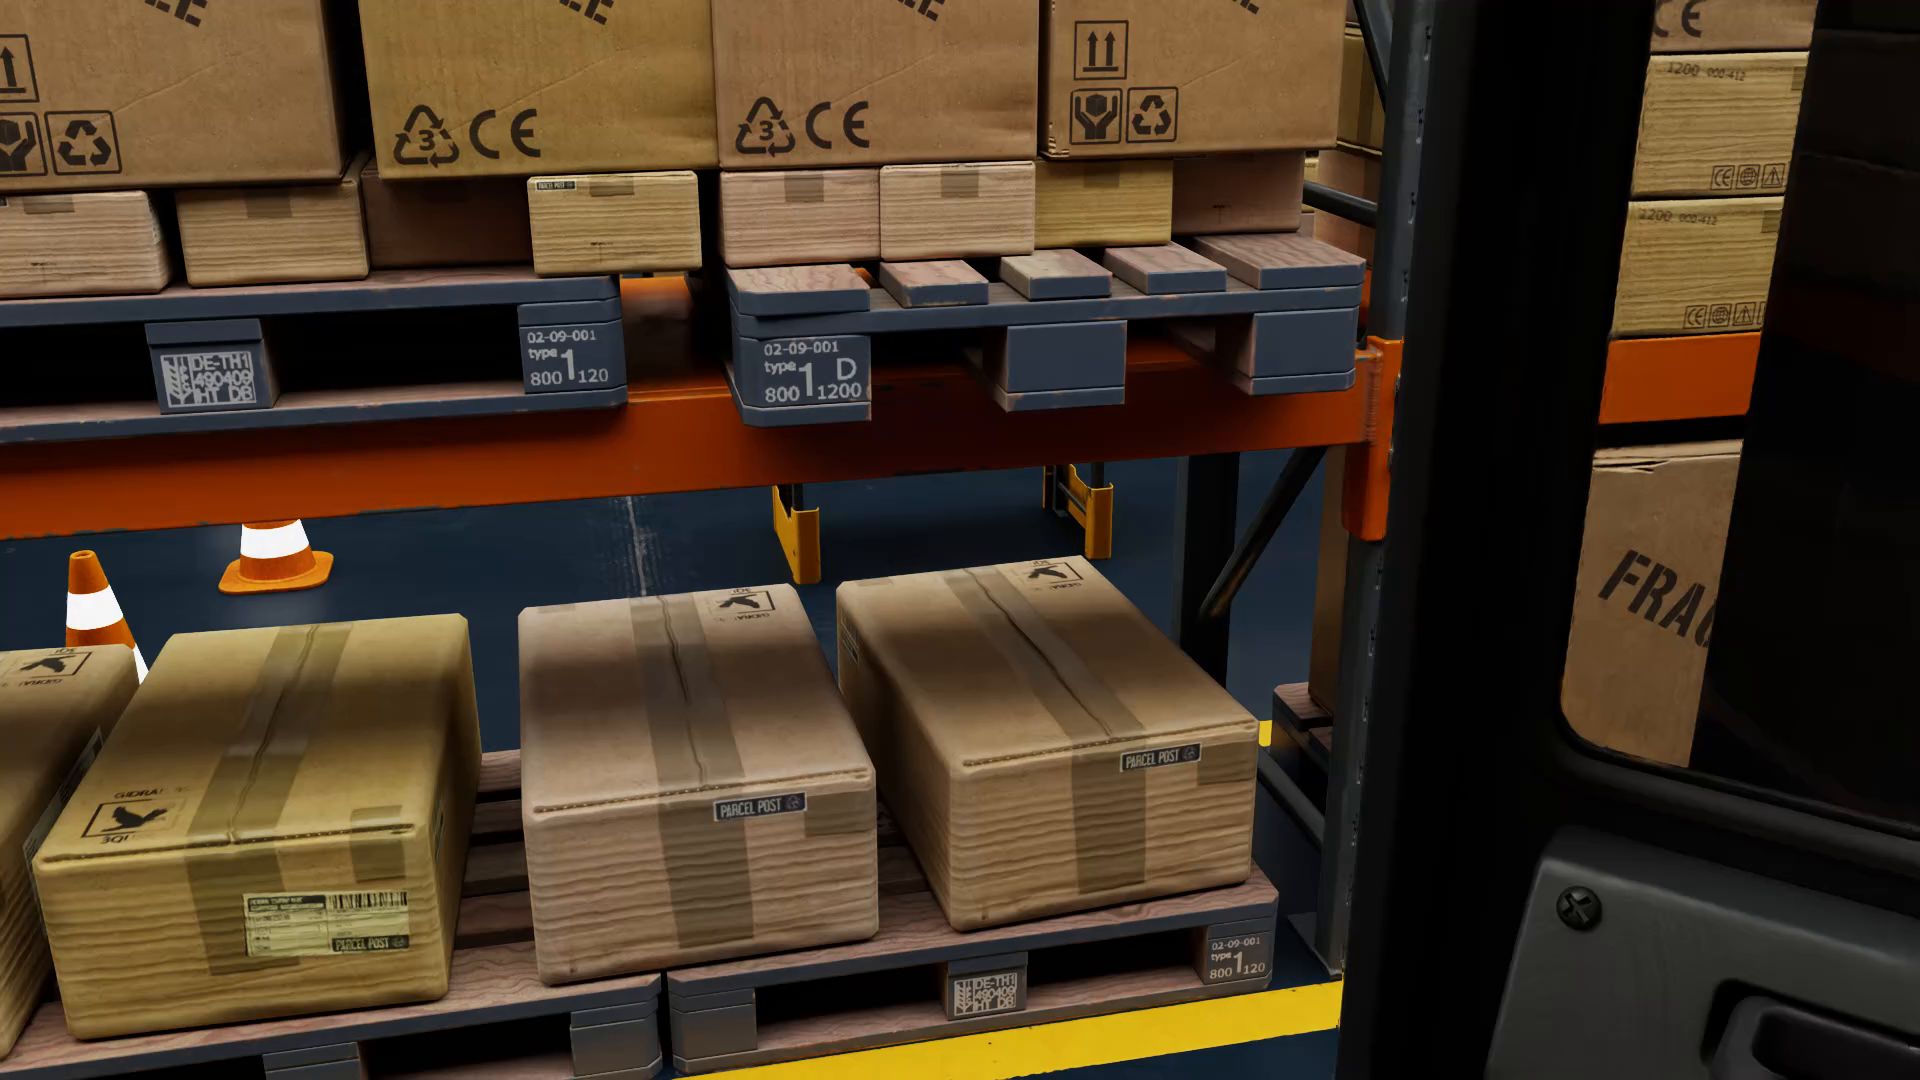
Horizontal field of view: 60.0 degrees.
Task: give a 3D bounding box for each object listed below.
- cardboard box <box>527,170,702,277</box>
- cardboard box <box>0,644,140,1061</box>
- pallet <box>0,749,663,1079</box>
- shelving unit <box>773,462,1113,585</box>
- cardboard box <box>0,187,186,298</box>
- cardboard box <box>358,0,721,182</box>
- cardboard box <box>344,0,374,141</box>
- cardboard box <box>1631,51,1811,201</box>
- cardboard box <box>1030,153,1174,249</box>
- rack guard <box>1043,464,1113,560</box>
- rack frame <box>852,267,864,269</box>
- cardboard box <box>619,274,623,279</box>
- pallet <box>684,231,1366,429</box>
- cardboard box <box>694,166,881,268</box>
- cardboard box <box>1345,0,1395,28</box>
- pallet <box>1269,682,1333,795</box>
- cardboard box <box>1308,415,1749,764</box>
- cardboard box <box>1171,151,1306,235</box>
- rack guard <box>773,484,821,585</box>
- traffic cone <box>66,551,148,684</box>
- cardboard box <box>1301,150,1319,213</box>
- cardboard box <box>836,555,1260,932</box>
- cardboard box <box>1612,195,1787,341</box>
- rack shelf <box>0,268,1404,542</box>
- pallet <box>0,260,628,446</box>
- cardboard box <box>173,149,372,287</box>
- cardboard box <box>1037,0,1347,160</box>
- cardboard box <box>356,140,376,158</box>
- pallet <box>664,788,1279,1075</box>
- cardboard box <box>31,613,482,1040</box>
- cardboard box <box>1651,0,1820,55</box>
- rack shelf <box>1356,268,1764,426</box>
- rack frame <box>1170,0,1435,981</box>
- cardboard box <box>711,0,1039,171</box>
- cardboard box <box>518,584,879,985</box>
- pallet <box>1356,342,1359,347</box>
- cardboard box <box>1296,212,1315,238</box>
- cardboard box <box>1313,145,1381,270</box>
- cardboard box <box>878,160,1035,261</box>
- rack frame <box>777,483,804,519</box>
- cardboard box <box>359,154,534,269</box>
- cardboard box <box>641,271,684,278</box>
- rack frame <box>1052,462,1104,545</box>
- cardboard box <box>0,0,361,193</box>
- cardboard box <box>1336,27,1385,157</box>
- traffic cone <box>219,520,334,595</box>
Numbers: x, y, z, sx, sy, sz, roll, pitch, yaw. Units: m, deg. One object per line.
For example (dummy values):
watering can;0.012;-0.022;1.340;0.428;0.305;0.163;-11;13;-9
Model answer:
cardboard box;-0.557;-0.537;2.673;0.250;0.149;0.380;-4;21;-12
cardboard box;-1.986;0.567;3.117;0.625;0.372;0.950;-3;20;-9
pallet;-1.247;0.780;3.379;1.213;0.211;1.003;-5;21;-12
shelving unit;-0.074;-0.698;5.540;1.083;1.500;0.587;-5;21;-12
cardboard box;-1.309;-0.481;2.521;0.250;0.149;0.380;-4;20;-10
cardboard box;-0.672;-0.856;2.602;0.500;0.500;0.500;-6;21;-16
cardboard box;-1.302;-0.987;2.960;0.500;0.500;0.500;-5;21;-15
cardboard box;1.248;-0.808;3.151;0.500;0.250;0.500;-5;21;-13
cardboard box;0.189;-0.615;2.888;0.250;0.149;0.380;-4;21;-12
rack guard;0.410;-0.151;5.863;0.087;0.250;0.587;-5;21;-12
rack frame;-0.539;-2.335;7.829;0.127;3.000;1.000;-5;21;-12
cardboard box;-2.002;-1.388;7.902;0.750;0.750;1.050;-4;21;-12
pallet;0.029;-0.504;3.109;1.003;0.211;1.213;-5;21;-12
cardboard box;-0.292;-0.563;2.746;0.250;0.149;0.380;-6;21;-15
cardboard box;1.141;-1.331;3.489;0.500;0.500;0.500;-5;21;-14
pallet;1.483;0.586;3.908;1.213;0.211;1.003;-5;21;-12
cardboard box;1.390;0.087;3.694;0.875;0.875;0.875;-5;21;-13
cardboard box;0.434;-0.661;3.012;0.250;0.149;0.380;-4;20;-10
rack guard;-0.559;-0.072;5.648;0.087;0.250;0.587;-5;21;-12
traffic cone;-2.310;0.255;4.446;0.334;0.463;0.336;-5;21;-12
cardboard box;1.673;-1.801;8.304;0.500;0.250;0.500;-6;21;-15
cardboard box;0.146;0.392;3.594;0.625;0.372;0.950;-6;21;-16
cardboard box;1.233;-0.570;3.229;0.500;0.250;0.500;-5;21;-13
rack shelf;-1.248;-0.190;3.019;4.000;0.370;1.077;-5;21;-12
pallet;-1.219;-0.426;2.895;1.213;0.211;1.003;-5;21;-12
cardboard box;-1.056;-0.512;2.605;0.250;0.149;0.380;-5;21;-14
cardboard box;0.320;-0.941;2.834;0.500;0.500;0.500;-5;21;-14
cardboard box;-0.975;-0.689;3.090;0.250;0.149;0.380;-4;20;-10
pallet;-0.062;0.684;3.639;1.213;0.211;1.003;-5;21;-12
cardboard box;-1.309;0.511;3.268;0.625;0.372;0.950;-4;20;-11
cardboard box;1.235;-1.160;3.021;0.500;0.500;0.500;-5;21;-14
rack shelf;2.645;-0.507;3.883;4.000;0.370;1.077;-5;21;-12
rack frame;0.698;-0.686;3.327;0.127;3.000;1.000;-5;21;-12
cardboard box;-0.181;-0.896;2.713;0.500;0.500;0.500;-5;21;-13
cardboard box;-0.570;0.453;3.427;0.625;0.372;0.950;-5;21;-14
pallet;1.407;-1.183;8.736;1.213;0.211;1.003;-5;21;-12
cardboard box;1.692;-1.453;8.443;0.500;0.500;0.500;-5;21;-14
cardboard box;1.131;-0.743;3.699;0.500;0.250;0.500;-5;21;-14
cardboard box;-0.046;-0.580;2.793;0.250;0.149;0.380;-5;21;-13
rack frame;-0.578;-0.657;5.428;0.032;1.500;0.500;-5;21;-12
cardboard box;-0.831;-0.559;2.734;0.250;0.149;0.380;-4;21;-12
cardboard box;-1.152;-1.458;8.094;0.750;0.750;1.050;-5;21;-13
rack frame;0.412;-0.738;5.648;0.032;1.500;0.500;-5;21;-12
cardboard box;-1.203;-0.813;2.485;0.500;0.500;0.500;-6;21;-15
cardboard box;1.111;-0.974;3.604;0.500;0.250;0.500;-5;21;-13
traffic cone;-2.258;-0.103;5.423;0.334;0.463;0.336;-5;21;-12
